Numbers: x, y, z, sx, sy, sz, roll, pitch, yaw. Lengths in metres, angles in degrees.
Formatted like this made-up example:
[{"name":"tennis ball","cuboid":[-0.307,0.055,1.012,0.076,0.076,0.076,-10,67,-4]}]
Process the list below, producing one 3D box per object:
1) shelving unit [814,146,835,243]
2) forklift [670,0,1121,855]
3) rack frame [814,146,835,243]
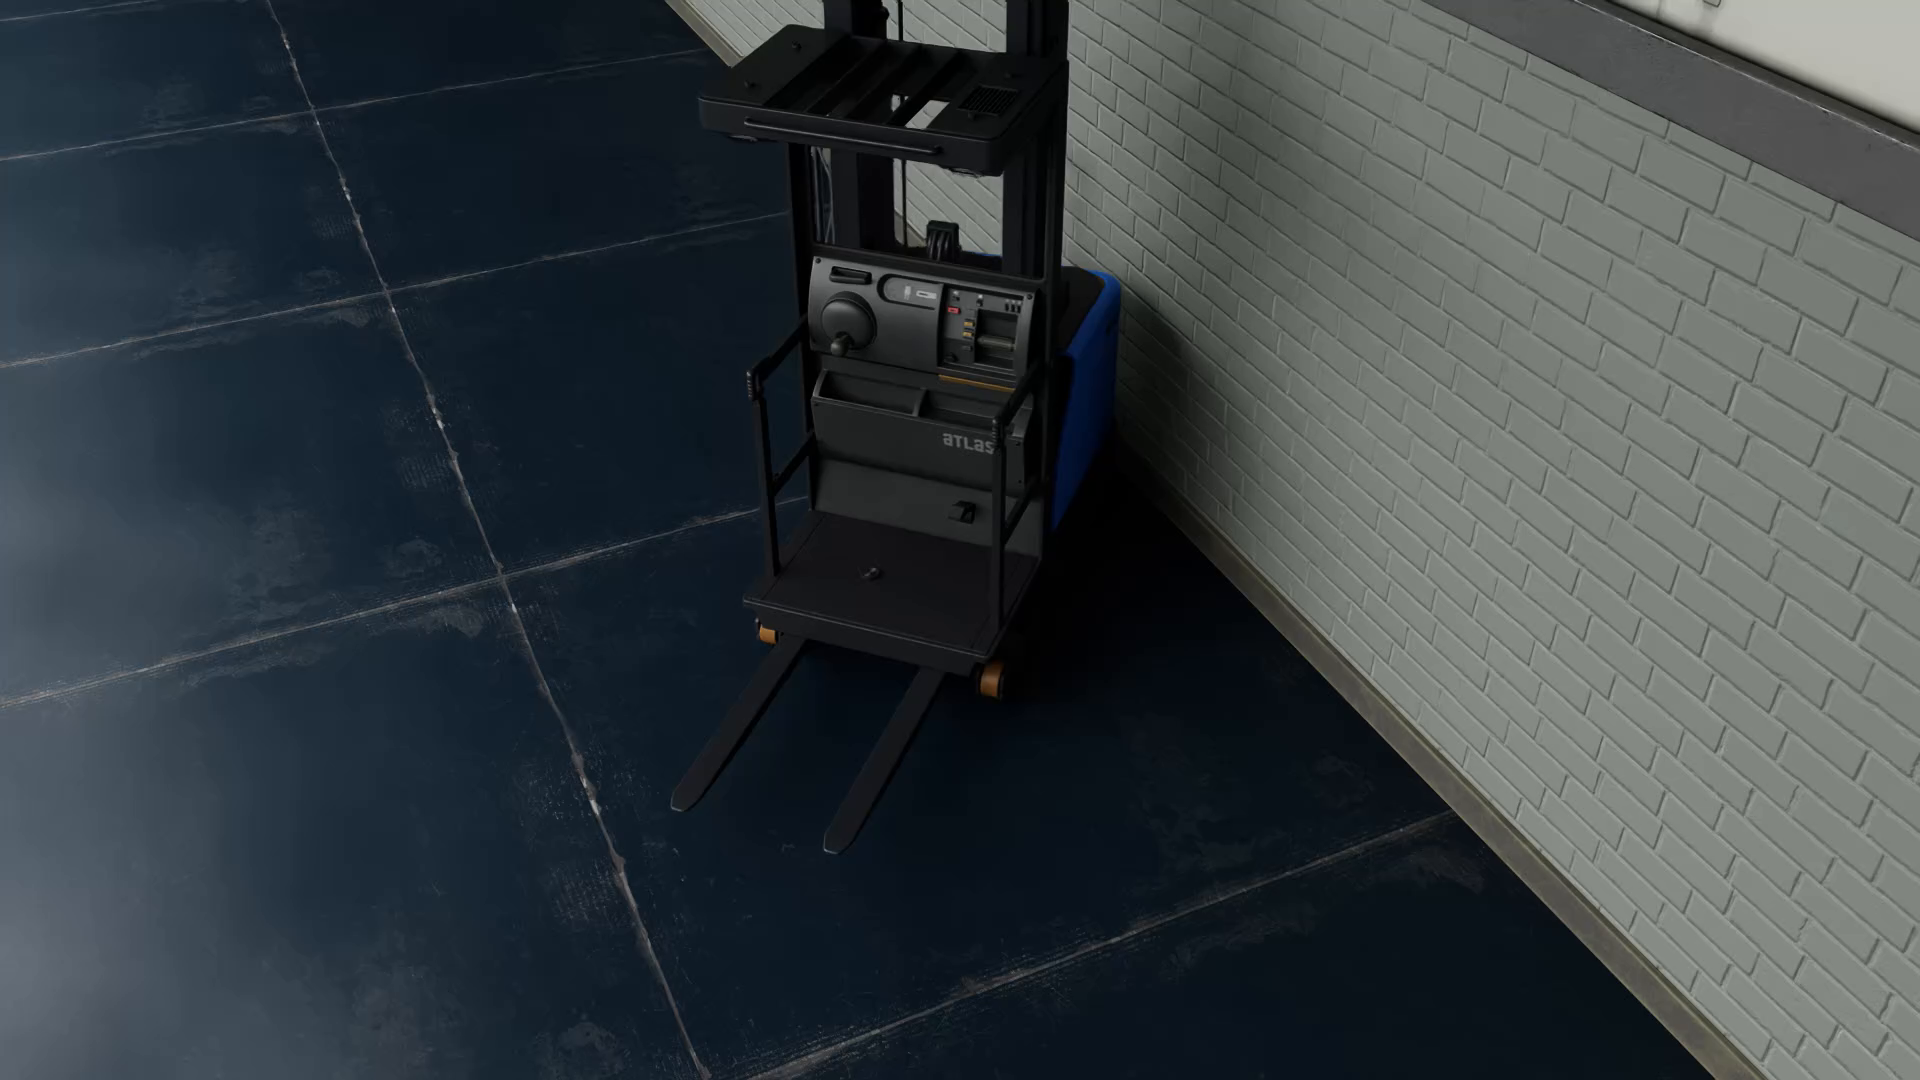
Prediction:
[{"name":"shelving unit","cuboid":[-0.133,-1.309,8.256,1.048,1.500,0.538,-8,37,-11]},{"name":"forklift","cuboid":[-0.228,-0.802,6.371,1.130,2.935,3.031,12,38,16]},{"name":"rack frame","cuboid":[-0.628,-1.241,8.164,0.032,1.500,0.500,-8,37,-11]}]
